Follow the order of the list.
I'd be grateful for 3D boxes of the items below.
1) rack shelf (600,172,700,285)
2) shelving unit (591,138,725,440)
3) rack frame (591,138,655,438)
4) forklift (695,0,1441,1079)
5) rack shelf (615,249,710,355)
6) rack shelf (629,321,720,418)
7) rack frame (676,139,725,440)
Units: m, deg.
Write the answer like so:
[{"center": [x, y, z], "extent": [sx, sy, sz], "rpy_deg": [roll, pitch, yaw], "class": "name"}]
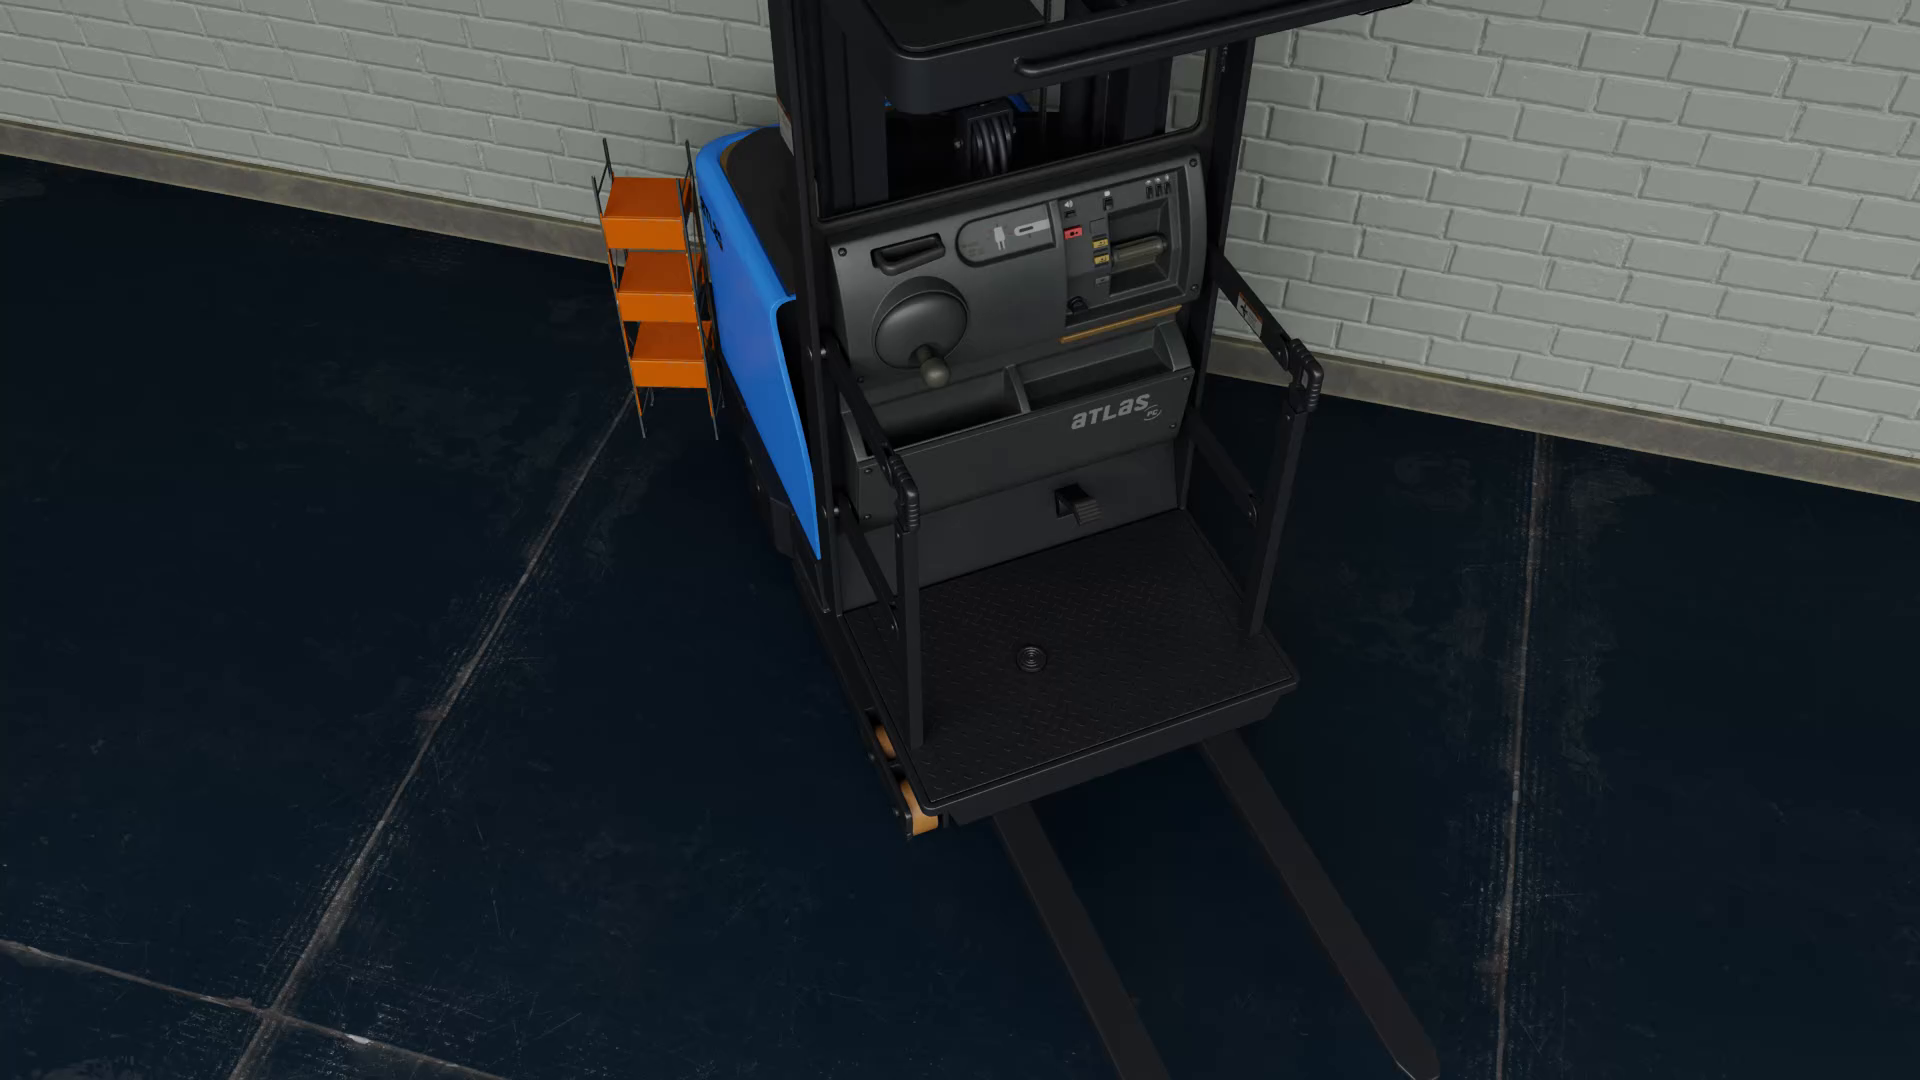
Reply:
[{"center": [-0.928, -0.940, 5.015], "extent": [0.240, 0.259, 0.215], "rpy_deg": [2, 49, 1], "class": "rack shelf"}, {"center": [-0.928, -0.759, 5.219], "extent": [0.252, 1.050, 0.215], "rpy_deg": [2, 49, 1], "class": "shelving unit"}, {"center": [-1.050, -0.762, 5.222], "extent": [0.008, 1.050, 0.200], "rpy_deg": [2, 49, 1], "class": "rack frame"}, {"center": [0.236, -0.536, 3.768], "extent": [1.130, 2.935, 3.031], "rpy_deg": [-17, 51, -14], "class": "forklift"}, {"center": [-0.928, -0.752, 5.227], "extent": [0.240, 0.259, 0.215], "rpy_deg": [2, 49, 1], "class": "rack shelf"}, {"center": [-0.928, -0.568, 5.436], "extent": [0.240, 0.259, 0.215], "rpy_deg": [2, 49, 1], "class": "rack shelf"}, {"center": [-0.806, -0.755, 5.217], "extent": [0.008, 1.050, 0.200], "rpy_deg": [2, 49, 1], "class": "rack frame"}]
